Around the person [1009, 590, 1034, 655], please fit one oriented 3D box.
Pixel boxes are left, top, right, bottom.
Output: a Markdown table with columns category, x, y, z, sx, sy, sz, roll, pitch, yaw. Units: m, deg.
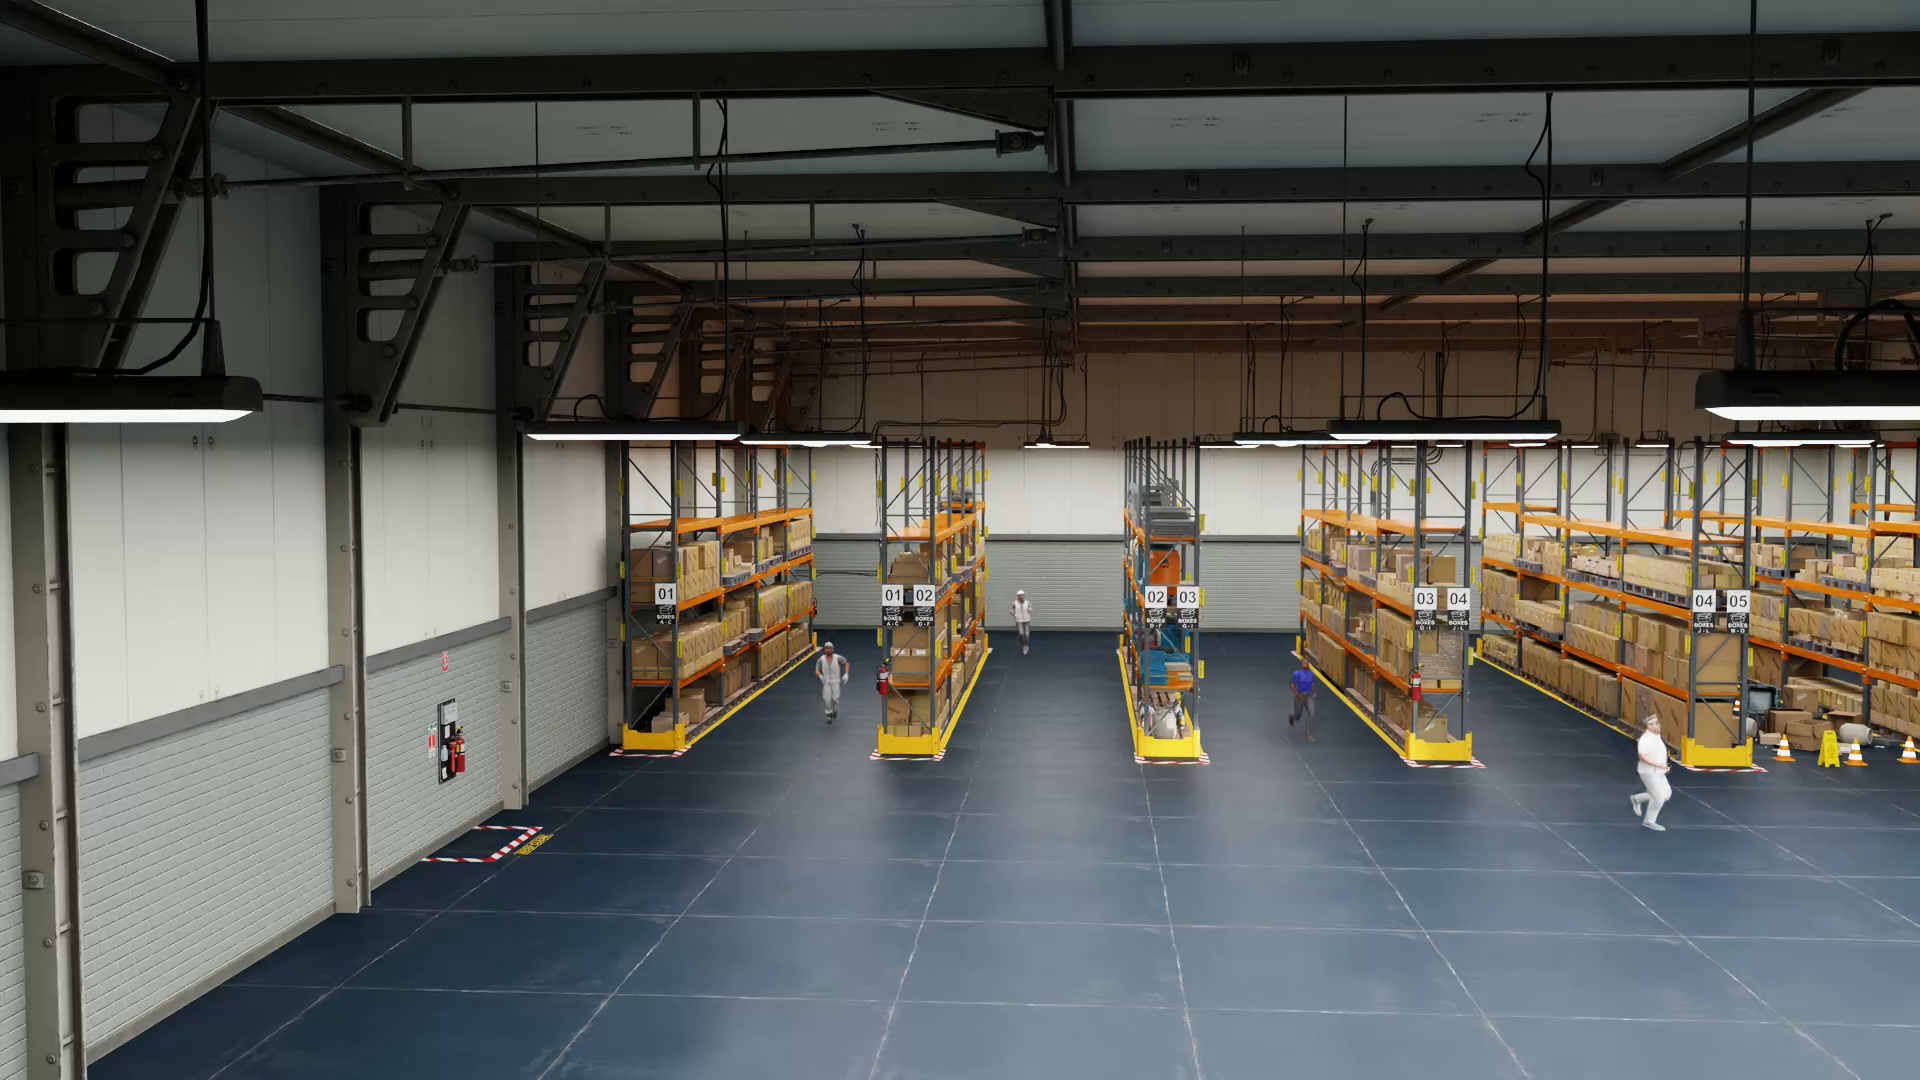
| category | x | y | z | sx | sy | sz | roll | pitch | yaw |
| --- | --- | --- | --- | --- | --- | --- | --- | --- | --- |
| person | 1.756 | 2.333 | 47.083 | 0.657 | 1.832 | 0.749 | -1 | 3 | -10 |

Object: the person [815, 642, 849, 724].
| category | x | y | z | sx | sy | sz | roll | pitch | yaw |
| --- | --- | --- | --- | --- | --- | --- | --- | --- | --- |
| person | -2.678 | 2.996 | 34.658 | 0.693 | 1.737 | 0.699 | 0 | 3 | 2 |

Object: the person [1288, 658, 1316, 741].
| category | x | y | z | sx | sy | sz | roll | pitch | yaw |
| --- | --- | --- | --- | --- | --- | --- | --- | --- | --- |
| person | 6.850 | 3.169 | 33.192 | 0.567 | 1.624 | 0.876 | -1 | 3 | -12 |

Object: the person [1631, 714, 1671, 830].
| category | x | y | z | sx | sy | sz | roll | pitch | yaw |
| --- | --- | --- | --- | --- | --- | --- | --- | --- | --- |
| person | 10.500 | 3.507 | 25.274 | 0.627 | 1.752 | 0.697 | 2 | 4 | 39 |

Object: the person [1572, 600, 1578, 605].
| category | x | y | z | sx | sy | sz | roll | pitch | yaw |
| --- | --- | --- | --- | --- | --- | --- | --- | --- | --- |
| person | 16.550 | 2.475 | 44.716 | 0.712 | 1.739 | 0.653 | 0 | 3 | 8 |
